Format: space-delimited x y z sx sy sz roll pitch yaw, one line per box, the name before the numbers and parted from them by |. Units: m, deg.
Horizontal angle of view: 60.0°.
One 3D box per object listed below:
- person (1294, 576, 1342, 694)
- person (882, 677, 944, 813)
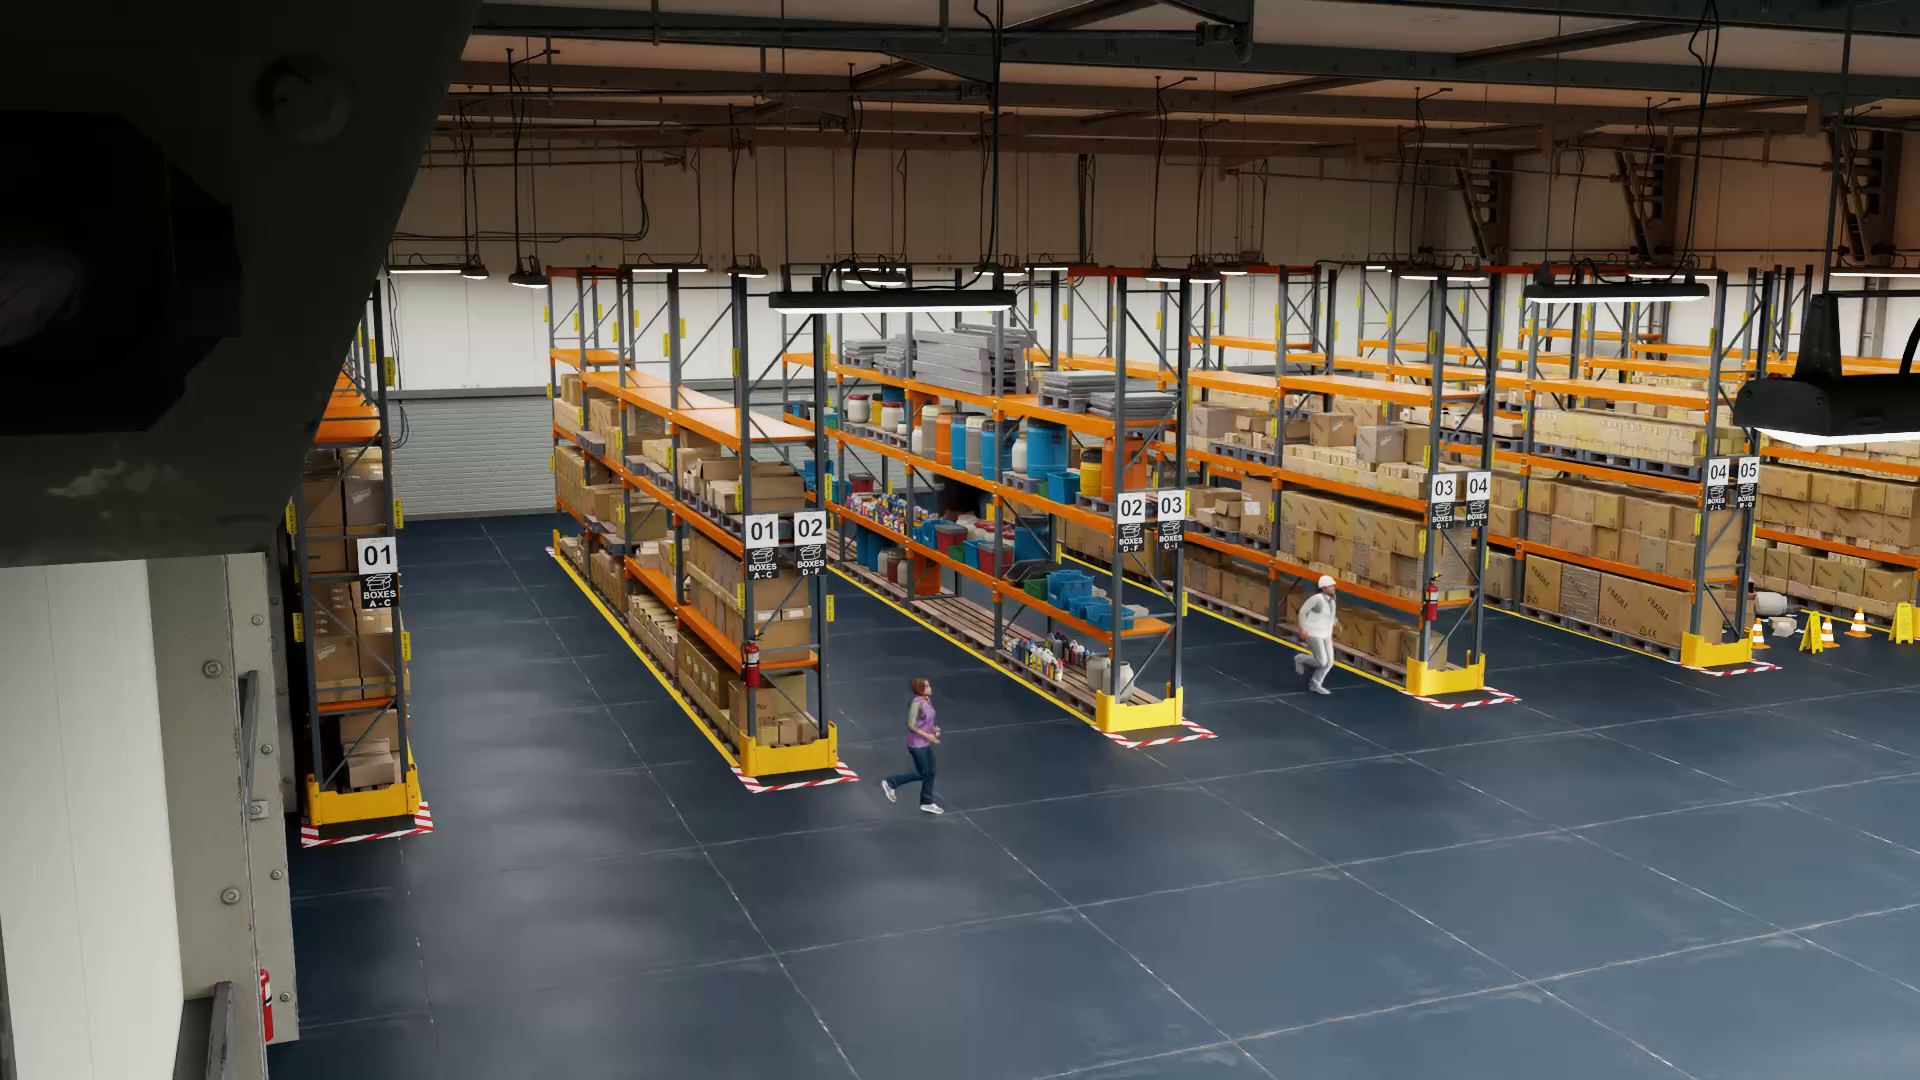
person | 5.172 1.355 24.010 0.688 1.728 0.688 -9 13 -41
person | -0.516 2.321 18.907 0.694 1.586 0.543 2 10 13
